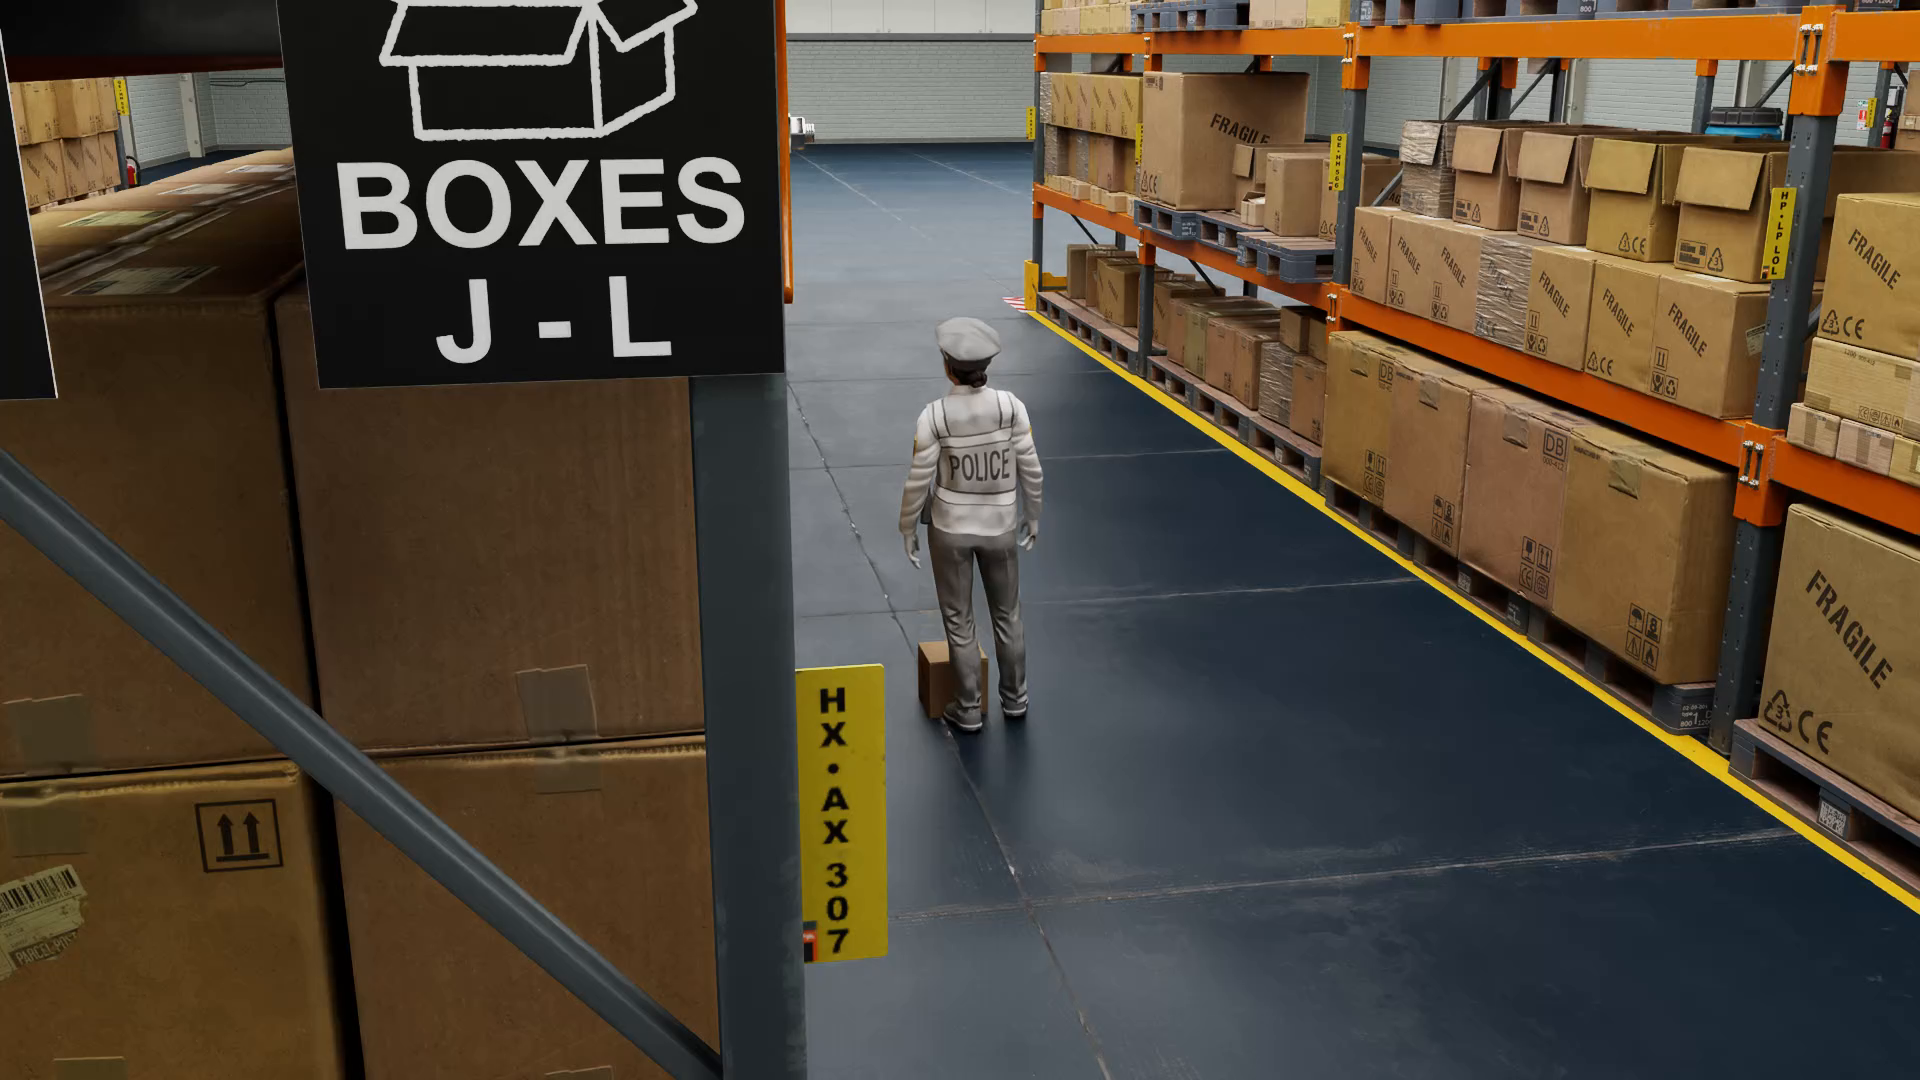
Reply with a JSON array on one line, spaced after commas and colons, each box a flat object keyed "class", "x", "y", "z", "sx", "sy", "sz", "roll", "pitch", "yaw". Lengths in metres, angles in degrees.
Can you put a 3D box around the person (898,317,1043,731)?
[{"class": "person", "x": 0.038, "y": -0.060, "z": 6.648, "sx": 0.586, "sy": 1.694, "sz": 0.531, "roll": -3, "pitch": 17, "yaw": -11}]
